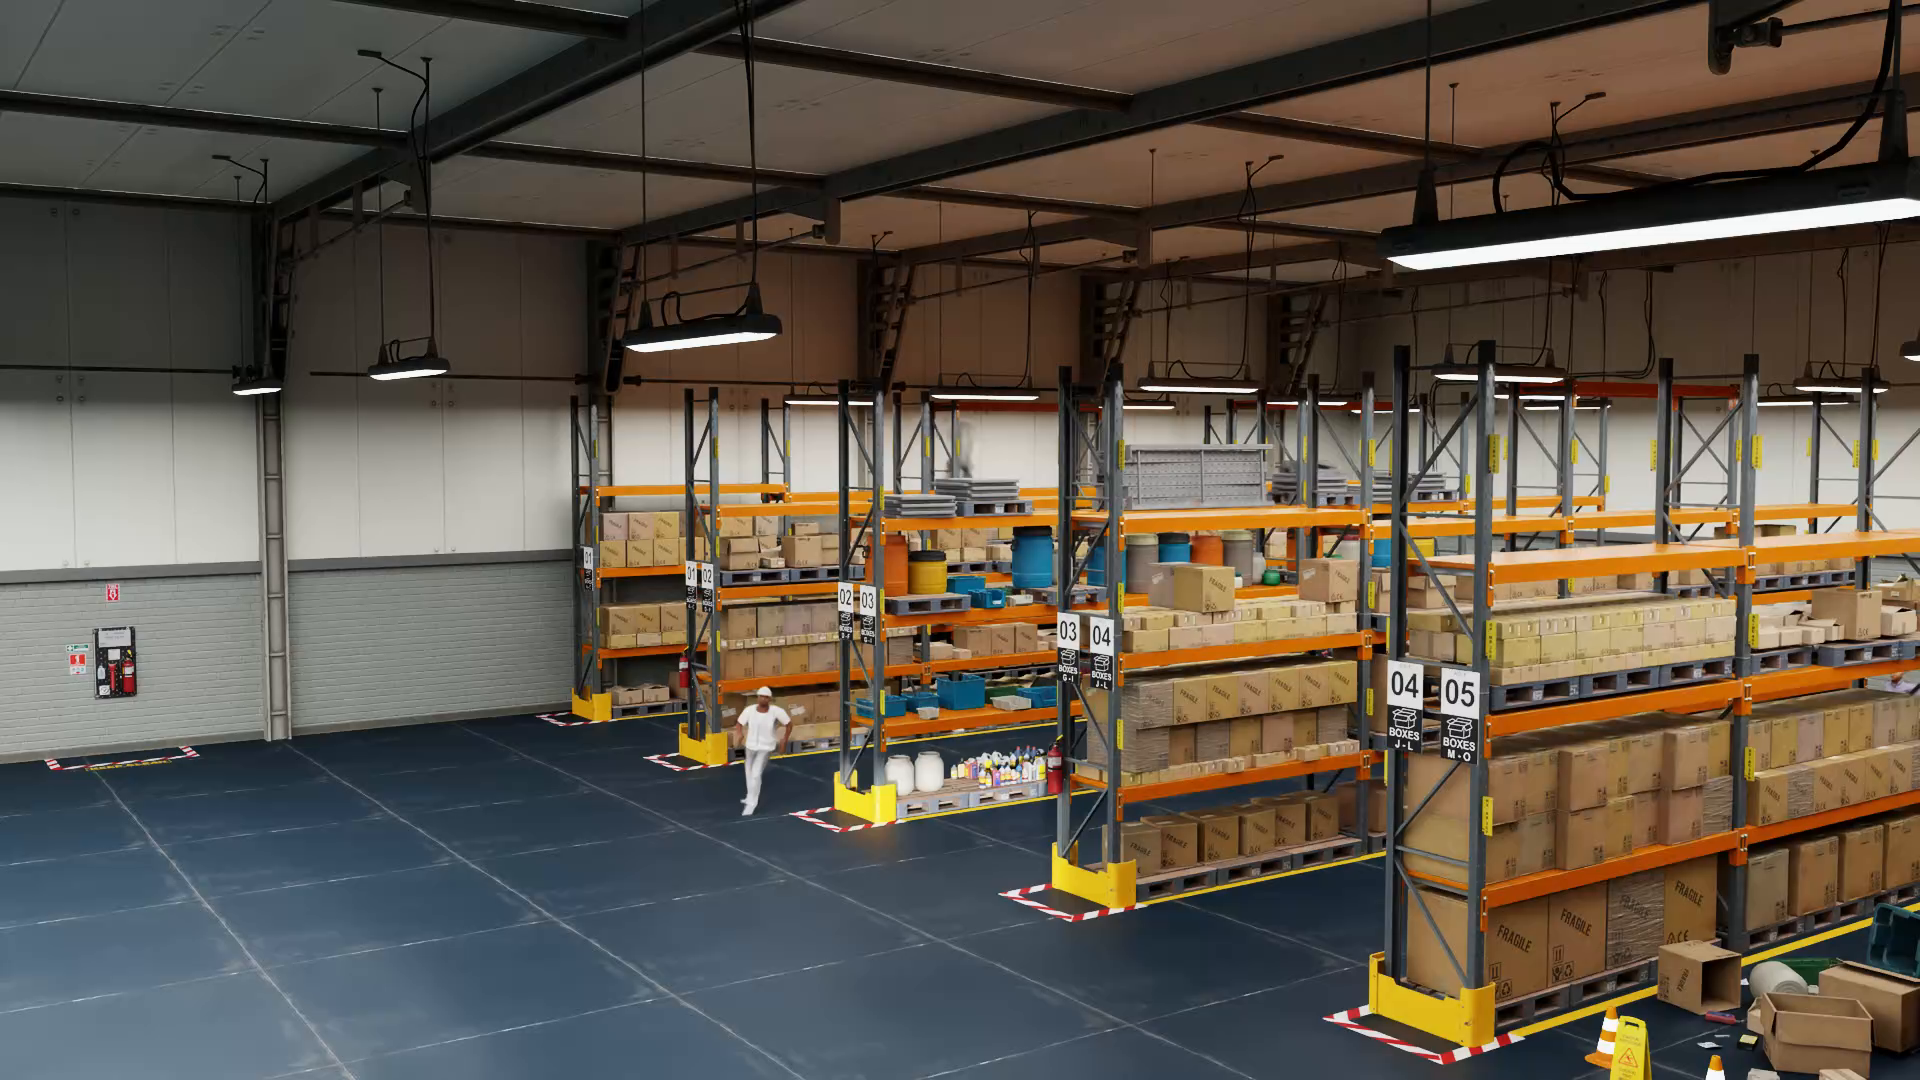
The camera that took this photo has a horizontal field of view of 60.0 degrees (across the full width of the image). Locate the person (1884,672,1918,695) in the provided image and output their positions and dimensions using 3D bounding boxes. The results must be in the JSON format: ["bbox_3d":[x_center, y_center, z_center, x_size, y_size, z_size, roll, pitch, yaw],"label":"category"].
[{"bbox_3d":[14.616,2.792,25.874,0.870,1.670,0.591,-3,5,-40],"label":"person"}]

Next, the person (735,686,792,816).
[{"bbox_3d":[-2.761,2.915,23.096,0.761,1.788,0.692,1,4,16],"label":"person"}]
